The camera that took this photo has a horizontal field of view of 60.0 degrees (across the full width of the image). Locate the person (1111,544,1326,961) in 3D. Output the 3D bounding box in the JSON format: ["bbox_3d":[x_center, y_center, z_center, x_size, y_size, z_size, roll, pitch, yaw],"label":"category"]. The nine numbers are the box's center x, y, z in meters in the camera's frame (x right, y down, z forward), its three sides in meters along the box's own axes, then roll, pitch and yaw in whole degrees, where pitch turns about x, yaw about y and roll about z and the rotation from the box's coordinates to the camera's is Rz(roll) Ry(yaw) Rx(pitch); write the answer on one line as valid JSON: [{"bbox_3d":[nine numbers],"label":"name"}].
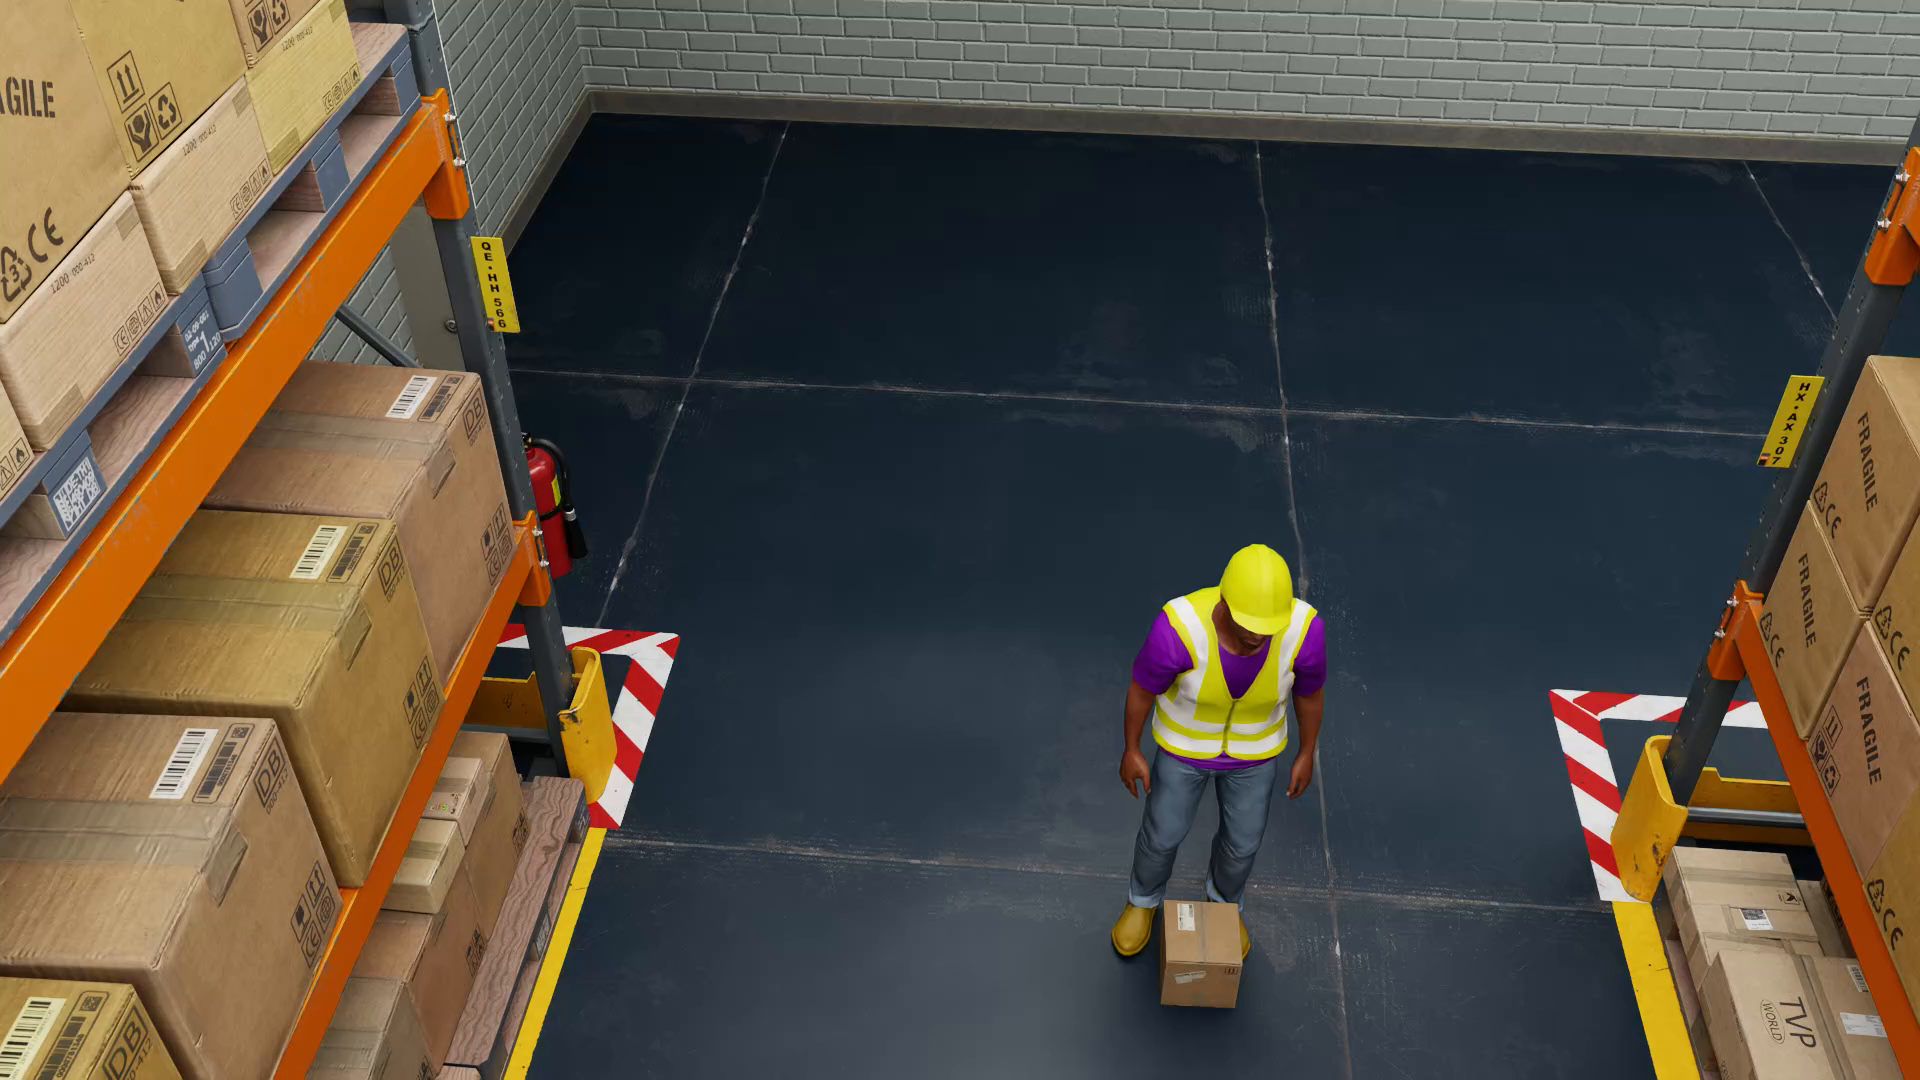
[{"bbox_3d":[0.831,0.680,5.327,0.633,1.759,0.462,1,40,1],"label":"person"}]
